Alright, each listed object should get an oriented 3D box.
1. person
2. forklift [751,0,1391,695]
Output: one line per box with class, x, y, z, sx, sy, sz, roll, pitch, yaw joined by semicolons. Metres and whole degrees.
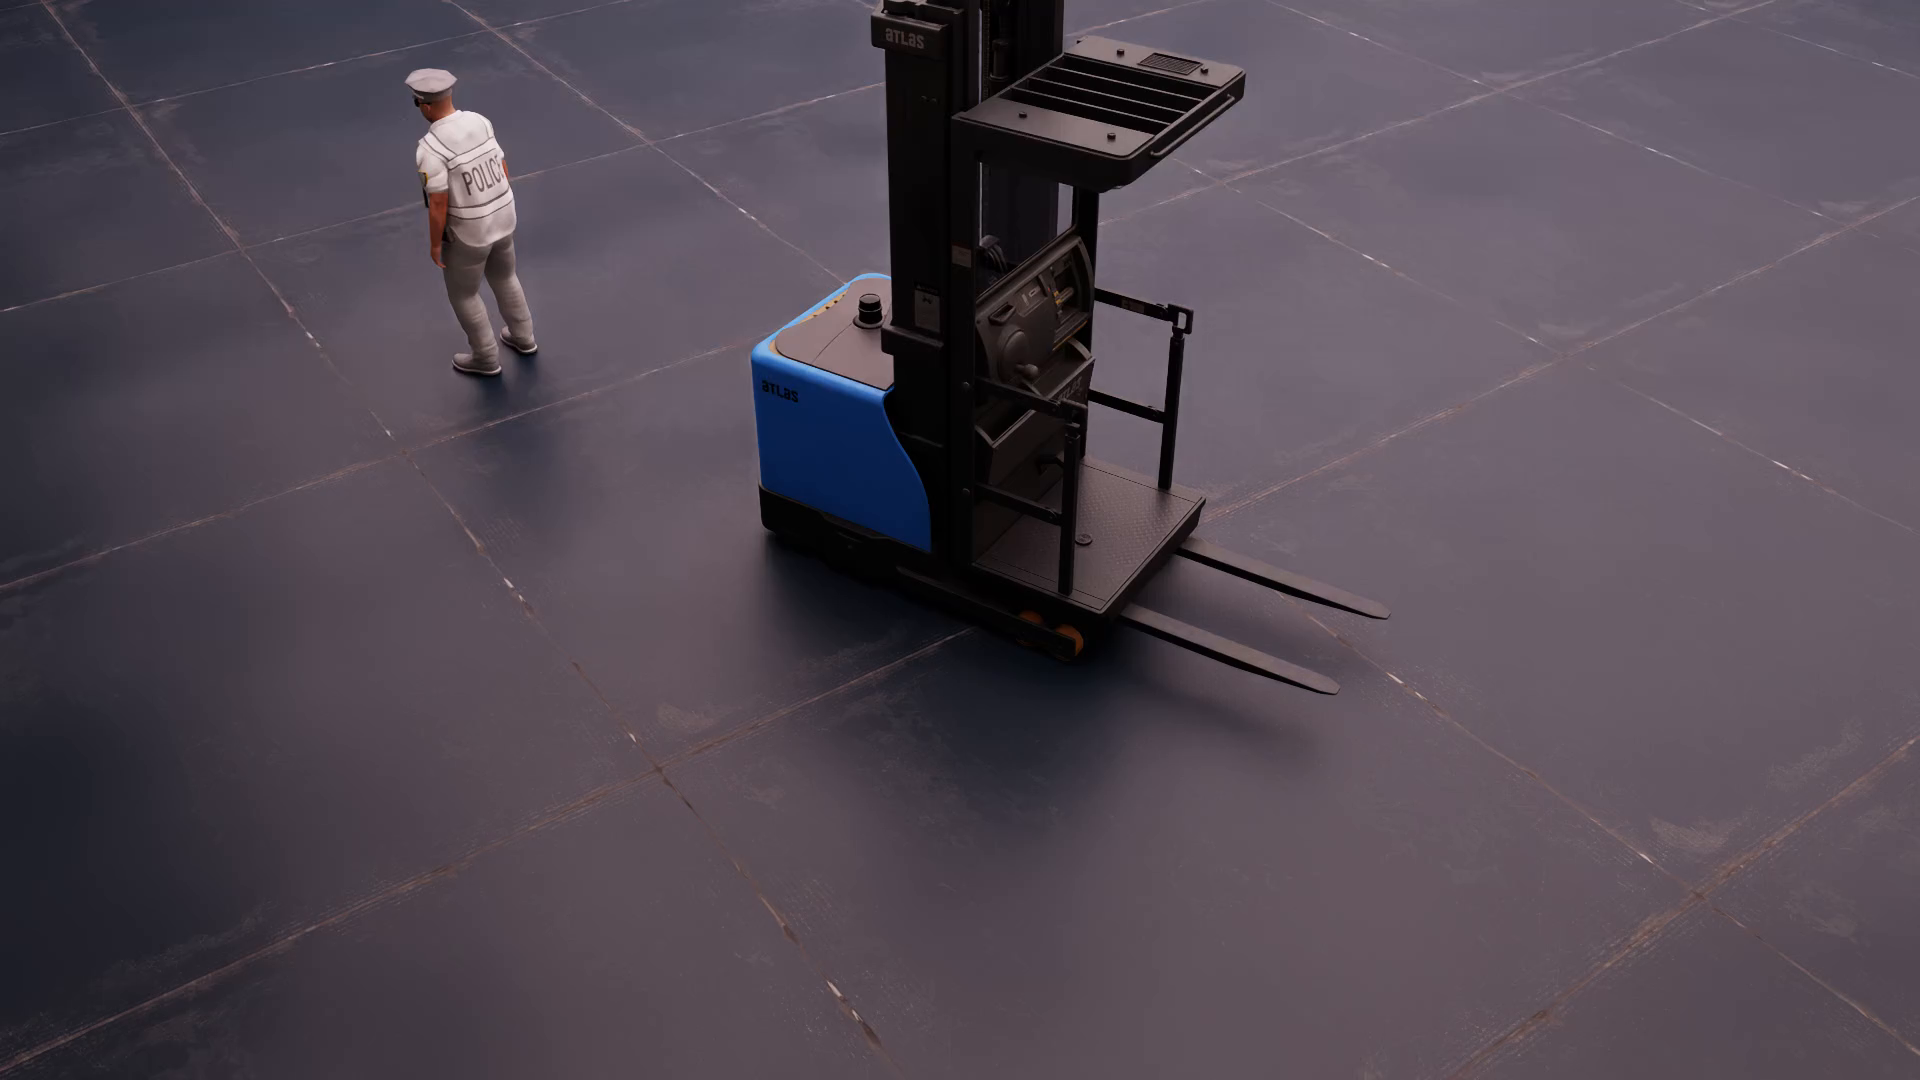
person;-2.723;-1.756;9.313;0.442;1.747;0.606;20;41;25
forklift;0.514;-0.985;7.276;3.031;2.935;1.130;21;41;26
